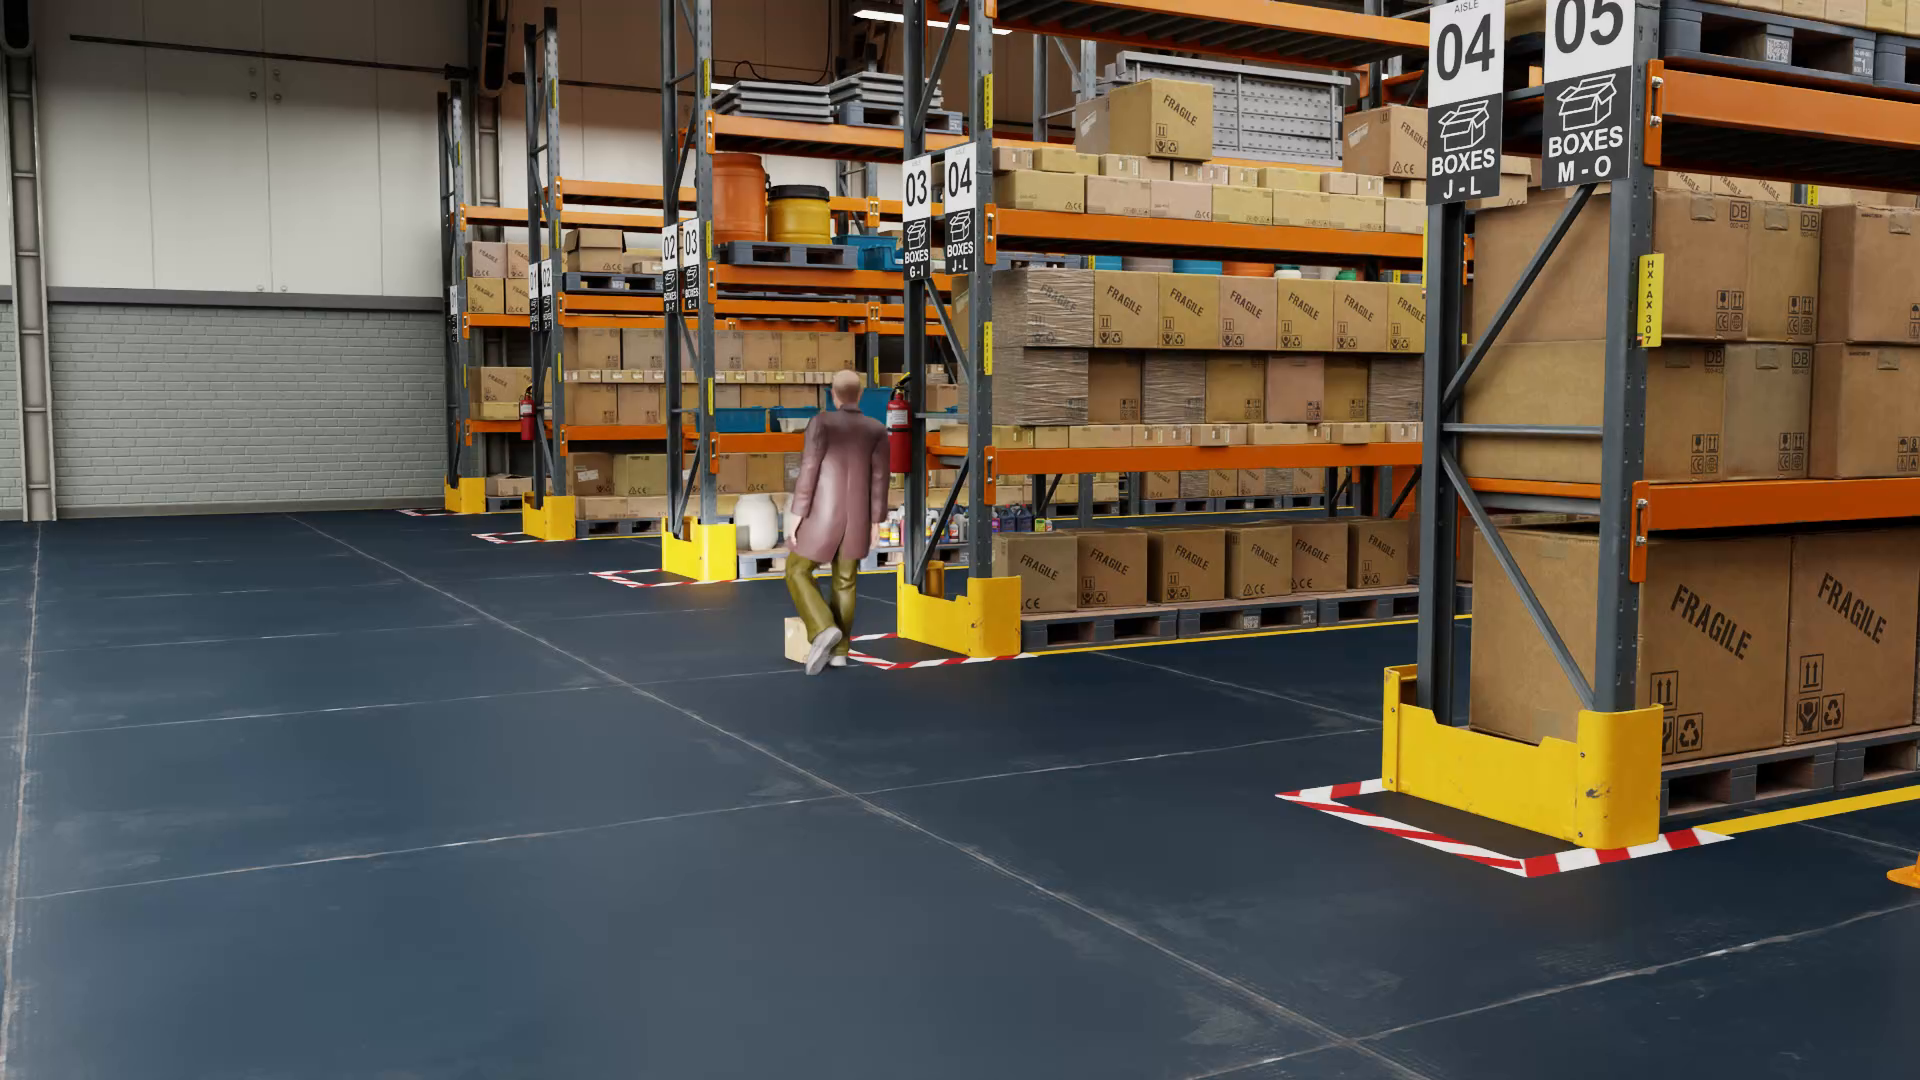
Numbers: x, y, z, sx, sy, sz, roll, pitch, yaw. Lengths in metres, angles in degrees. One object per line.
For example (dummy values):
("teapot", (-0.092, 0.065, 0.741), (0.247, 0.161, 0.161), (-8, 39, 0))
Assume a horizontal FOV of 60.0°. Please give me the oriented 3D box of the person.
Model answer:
("person", (-0.754, -0.078, 9.932), (0.602, 1.870, 0.470), (-2, 5, -22))
